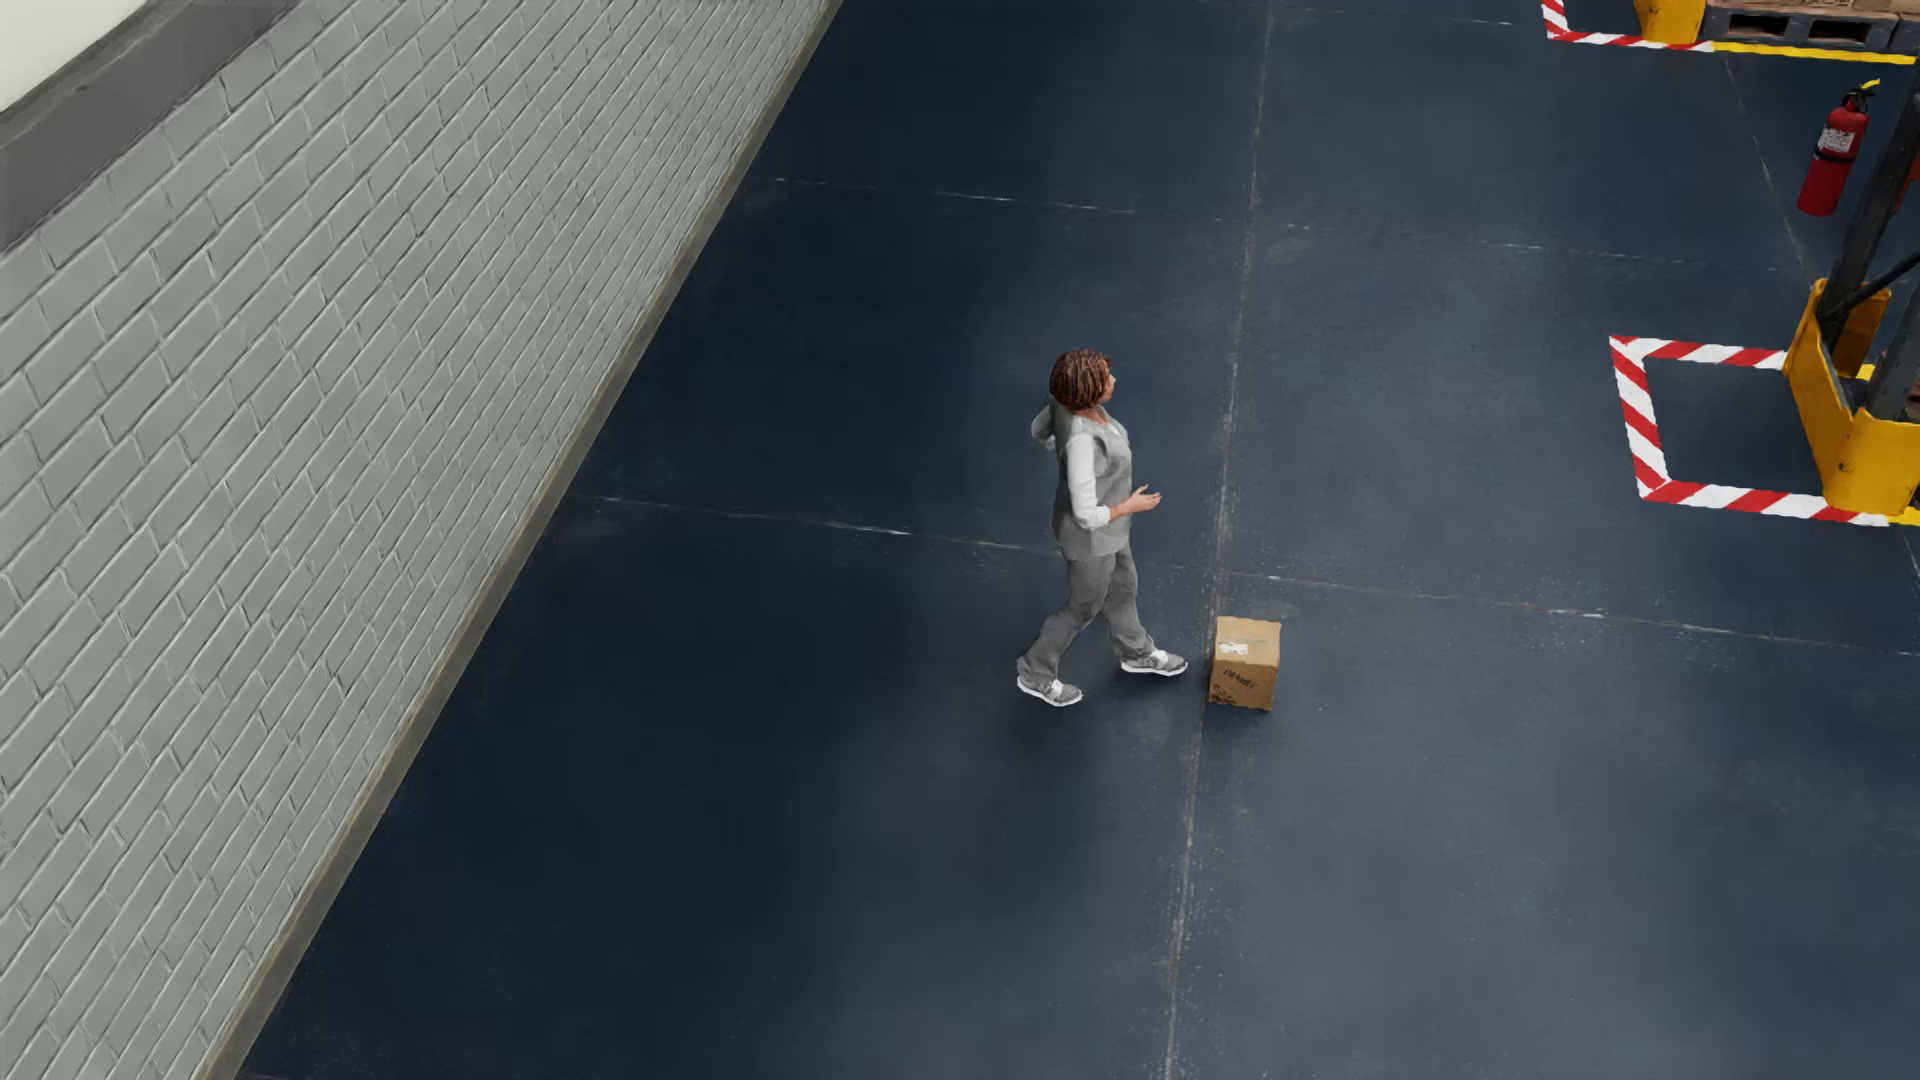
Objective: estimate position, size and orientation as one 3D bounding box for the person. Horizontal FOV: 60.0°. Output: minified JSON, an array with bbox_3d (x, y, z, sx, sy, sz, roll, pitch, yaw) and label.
[{"bbox_3d":[0.570,-0.042,6.197,0.701,1.585,0.586,-2,41,-2],"label":"person"}]
